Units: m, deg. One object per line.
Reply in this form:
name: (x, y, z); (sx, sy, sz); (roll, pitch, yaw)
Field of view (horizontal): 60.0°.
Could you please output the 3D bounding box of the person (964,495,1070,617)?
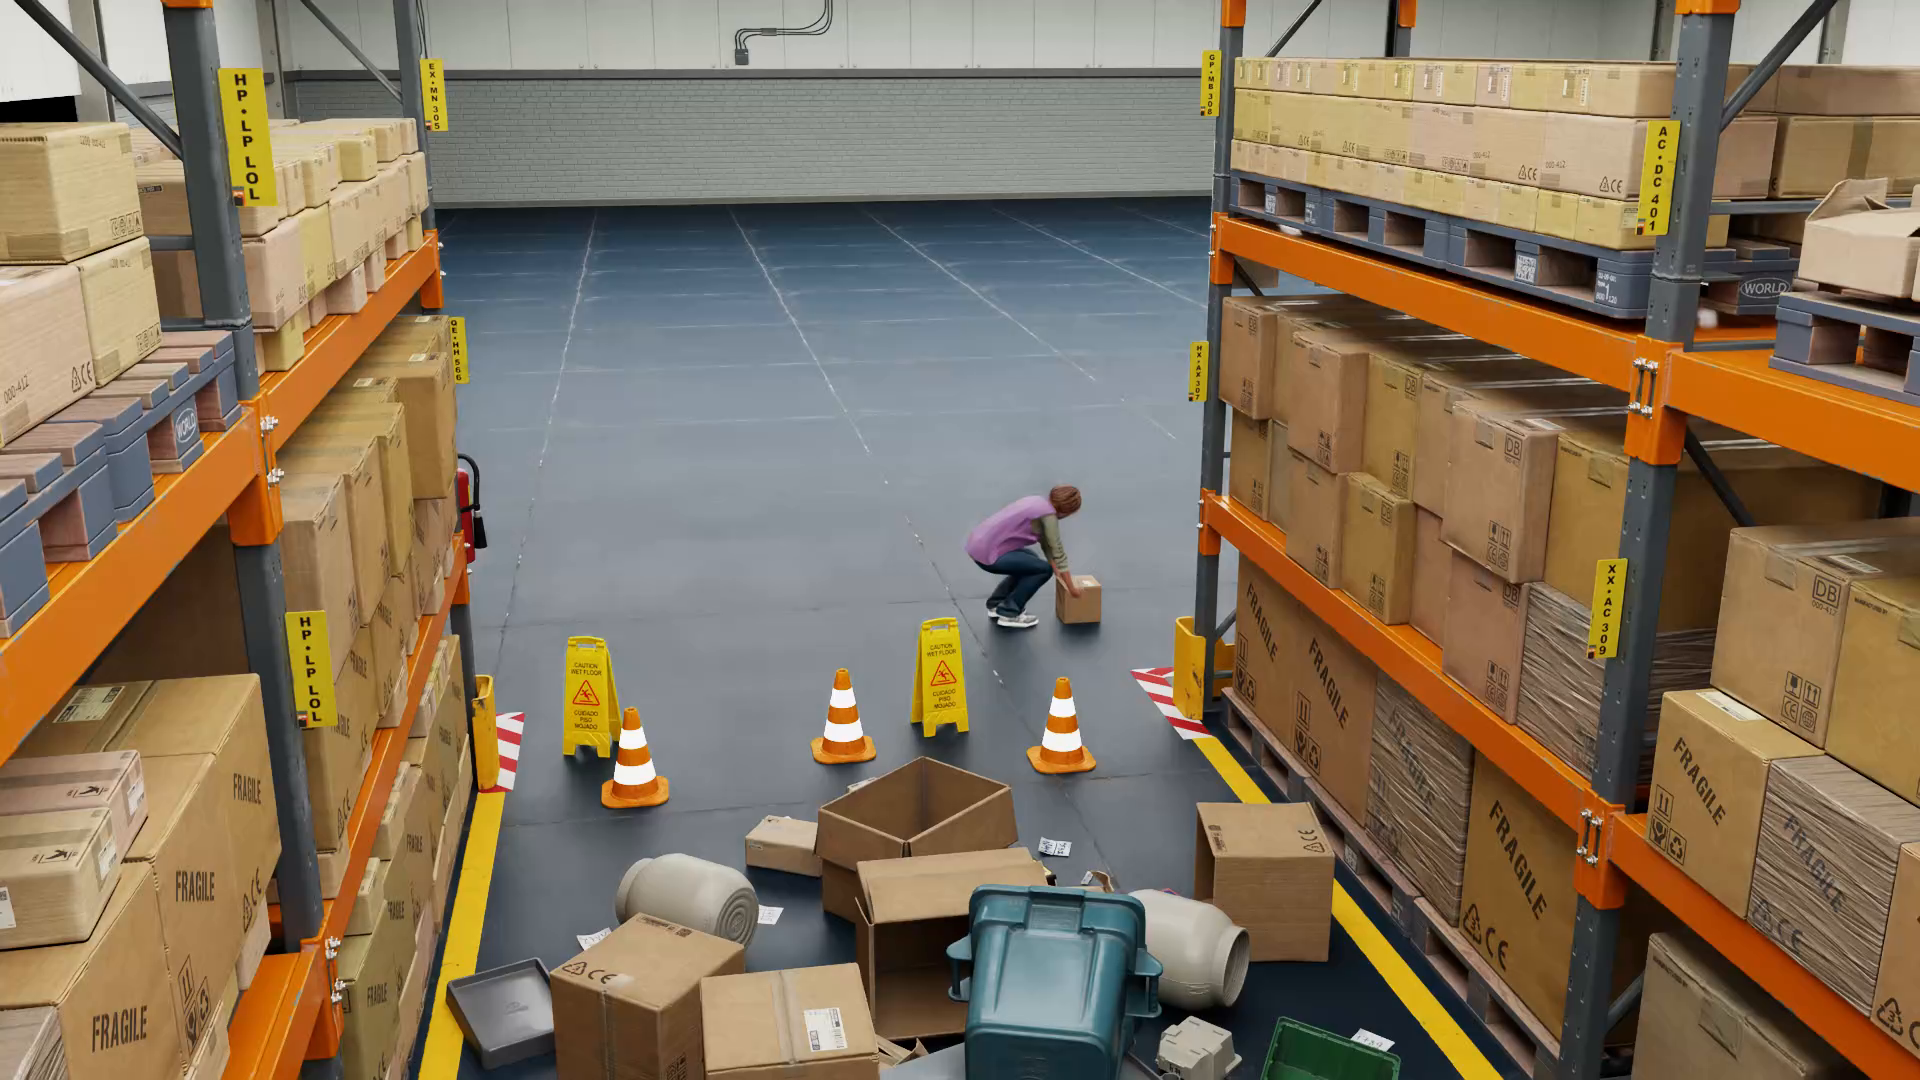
person: (0.356, 0.097, 10.938); (0.666, 0.768, 0.443); (-3, 17, -11)
